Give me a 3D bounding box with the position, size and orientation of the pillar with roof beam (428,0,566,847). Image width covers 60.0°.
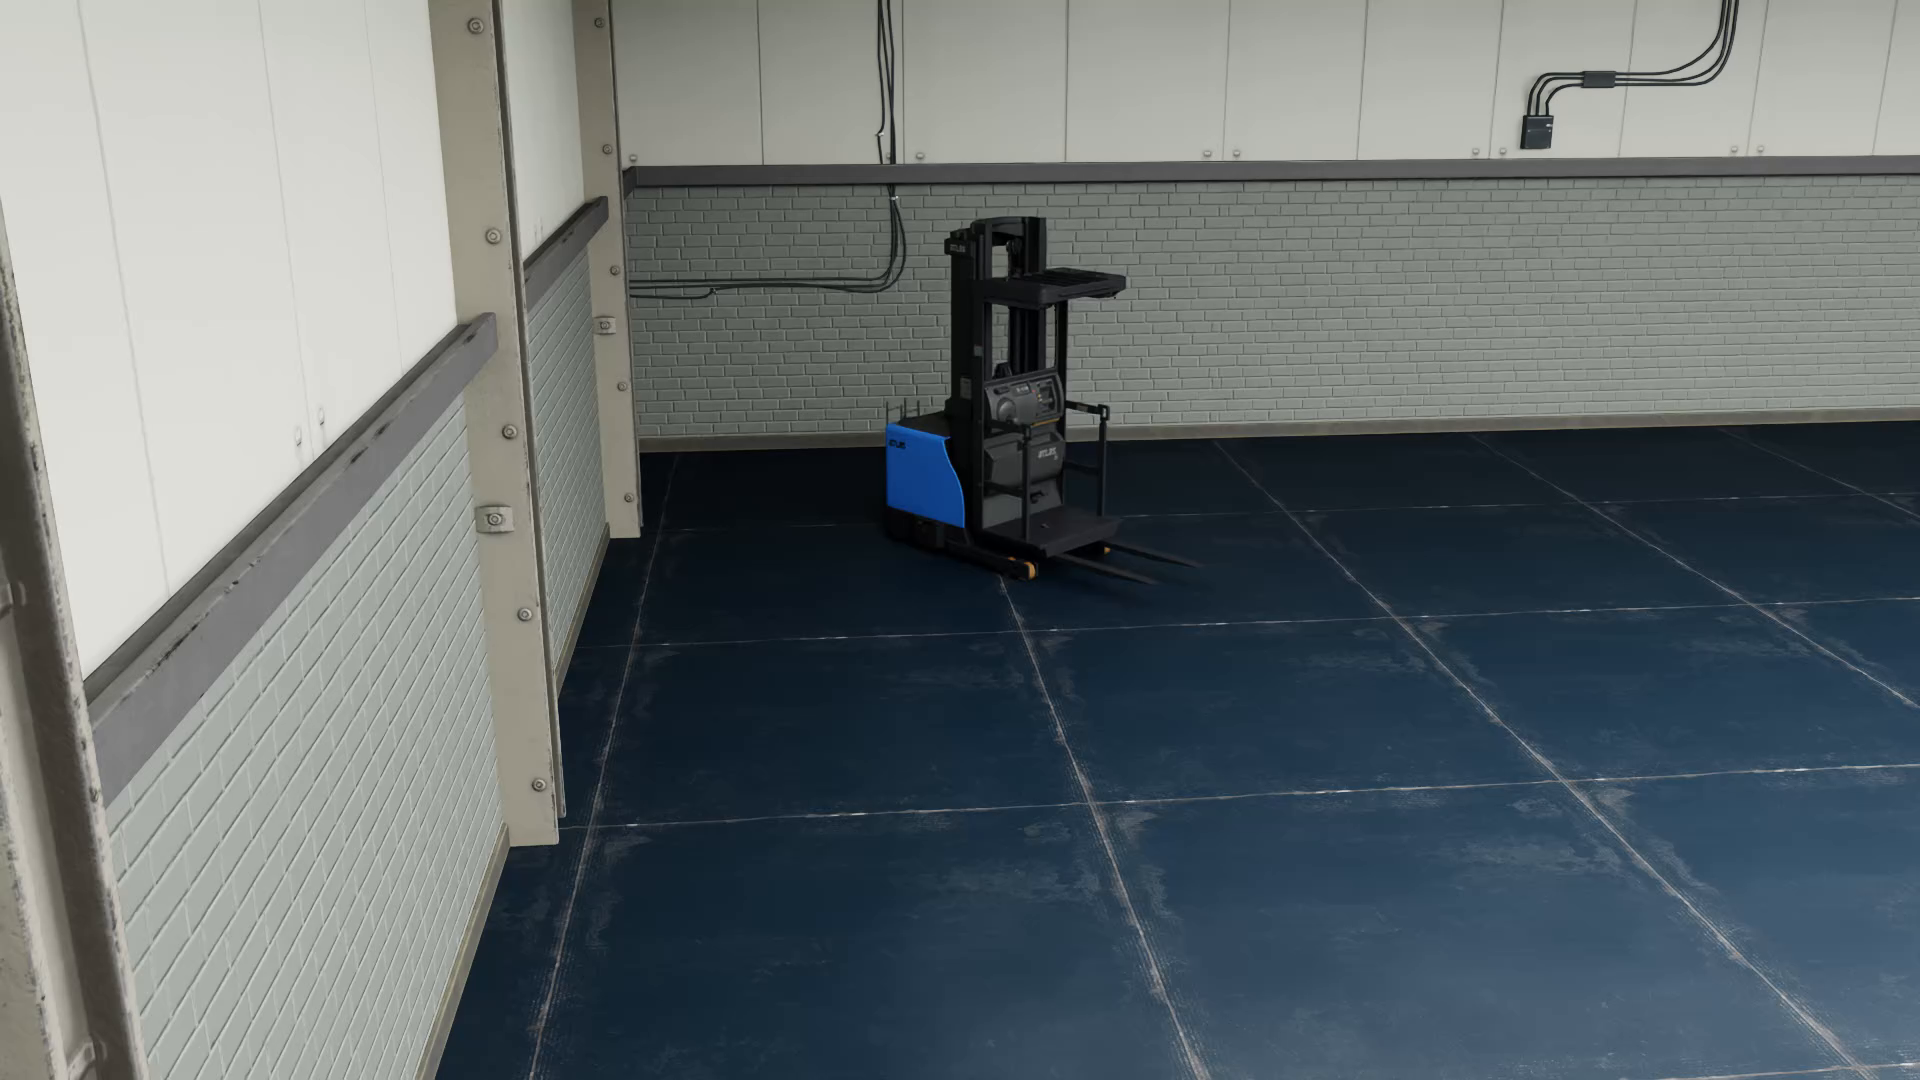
[{"bbox_3d":[1.777,-2.718,8.885,9.100,9.000,0.400,-2,18,-6],"label":"pillar with roof beam"}]

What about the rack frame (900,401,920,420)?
[{"bbox_3d":[-0.460,-0.690,15.443,0.006,1.200,0.240,16,24,42],"label":"rack frame"}]

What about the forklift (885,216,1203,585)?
[{"bbox_3d":[0.712,-1.222,14.248,3.031,2.935,1.130,16,24,42],"label":"forklift"}]

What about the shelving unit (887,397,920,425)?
[{"bbox_3d":[-0.525,-0.709,15.505,0.189,1.200,0.258,16,24,42],"label":"shelving unit"}]

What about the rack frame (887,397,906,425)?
[{"bbox_3d":[-0.590,-0.728,15.566,0.006,1.200,0.240,16,24,42],"label":"rack frame"}]

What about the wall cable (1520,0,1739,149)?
[{"bbox_3d":[7.332,-7.203,17.491,2.305,6.003,0.169,-2,18,-6],"label":"wall cable"}]

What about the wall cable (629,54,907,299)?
[{"bbox_3d":[-2.112,-3.810,17.546,3.097,2.526,0.112,-2,18,-6],"label":"wall cable"}]

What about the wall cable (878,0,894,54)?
[{"bbox_3d":[0.579,-6.303,17.056,3.097,2.526,0.112,-2,18,-6],"label":"wall cable"}]

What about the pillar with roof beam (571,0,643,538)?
[{"bbox_3d":[1.158,-4.506,14.579,9.100,9.000,0.400,-2,18,-6],"label":"pillar with roof beam"}]
